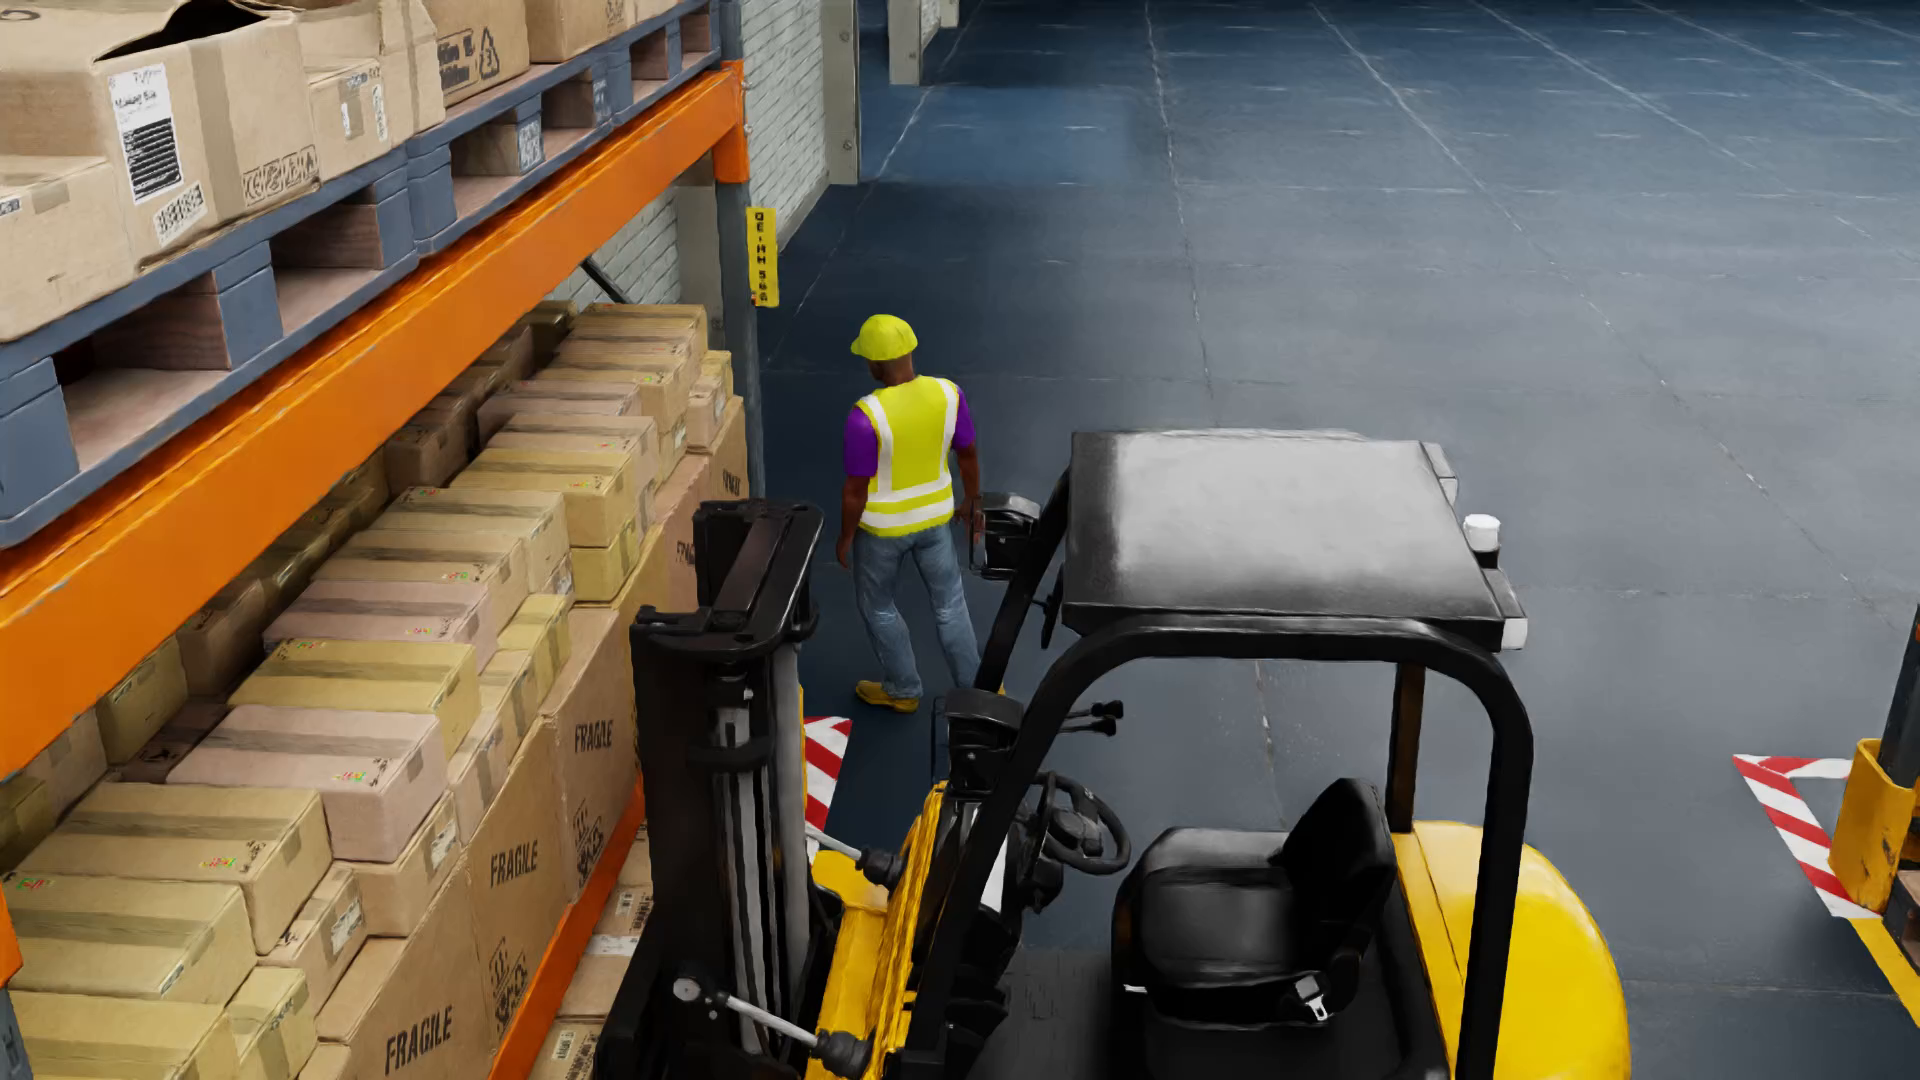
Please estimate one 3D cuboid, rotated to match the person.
[{"bbox_3d":[-0.155,-0.083,6.777,0.696,1.749,0.504,-13,28,-27],"label":"person"}]
